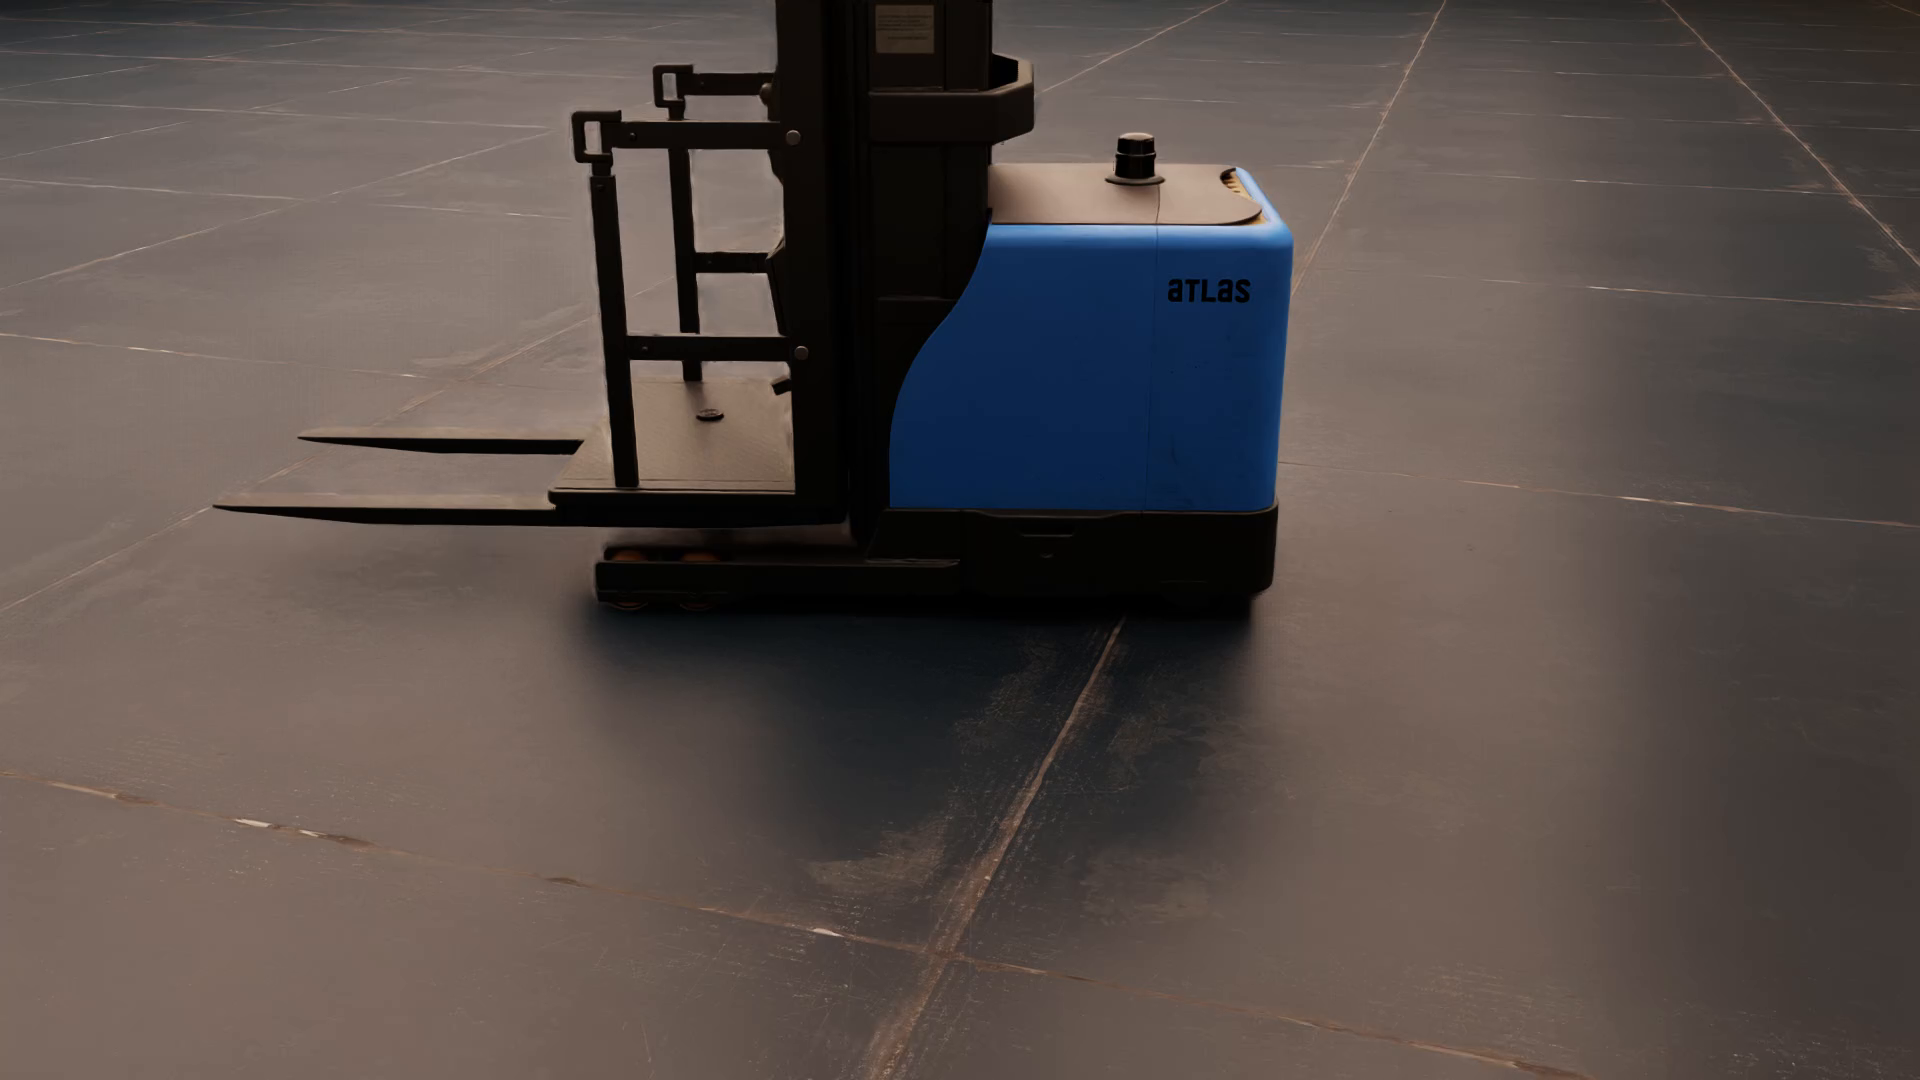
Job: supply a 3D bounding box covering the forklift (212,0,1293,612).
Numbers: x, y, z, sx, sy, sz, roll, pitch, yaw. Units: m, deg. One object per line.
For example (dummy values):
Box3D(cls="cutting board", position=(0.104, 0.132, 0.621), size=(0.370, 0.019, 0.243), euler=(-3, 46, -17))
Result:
Box3D(cls="forklift", position=(-0.626, -1.355, 4.563), size=(3.031, 2.935, 1.130), euler=(1, 22, 2))
